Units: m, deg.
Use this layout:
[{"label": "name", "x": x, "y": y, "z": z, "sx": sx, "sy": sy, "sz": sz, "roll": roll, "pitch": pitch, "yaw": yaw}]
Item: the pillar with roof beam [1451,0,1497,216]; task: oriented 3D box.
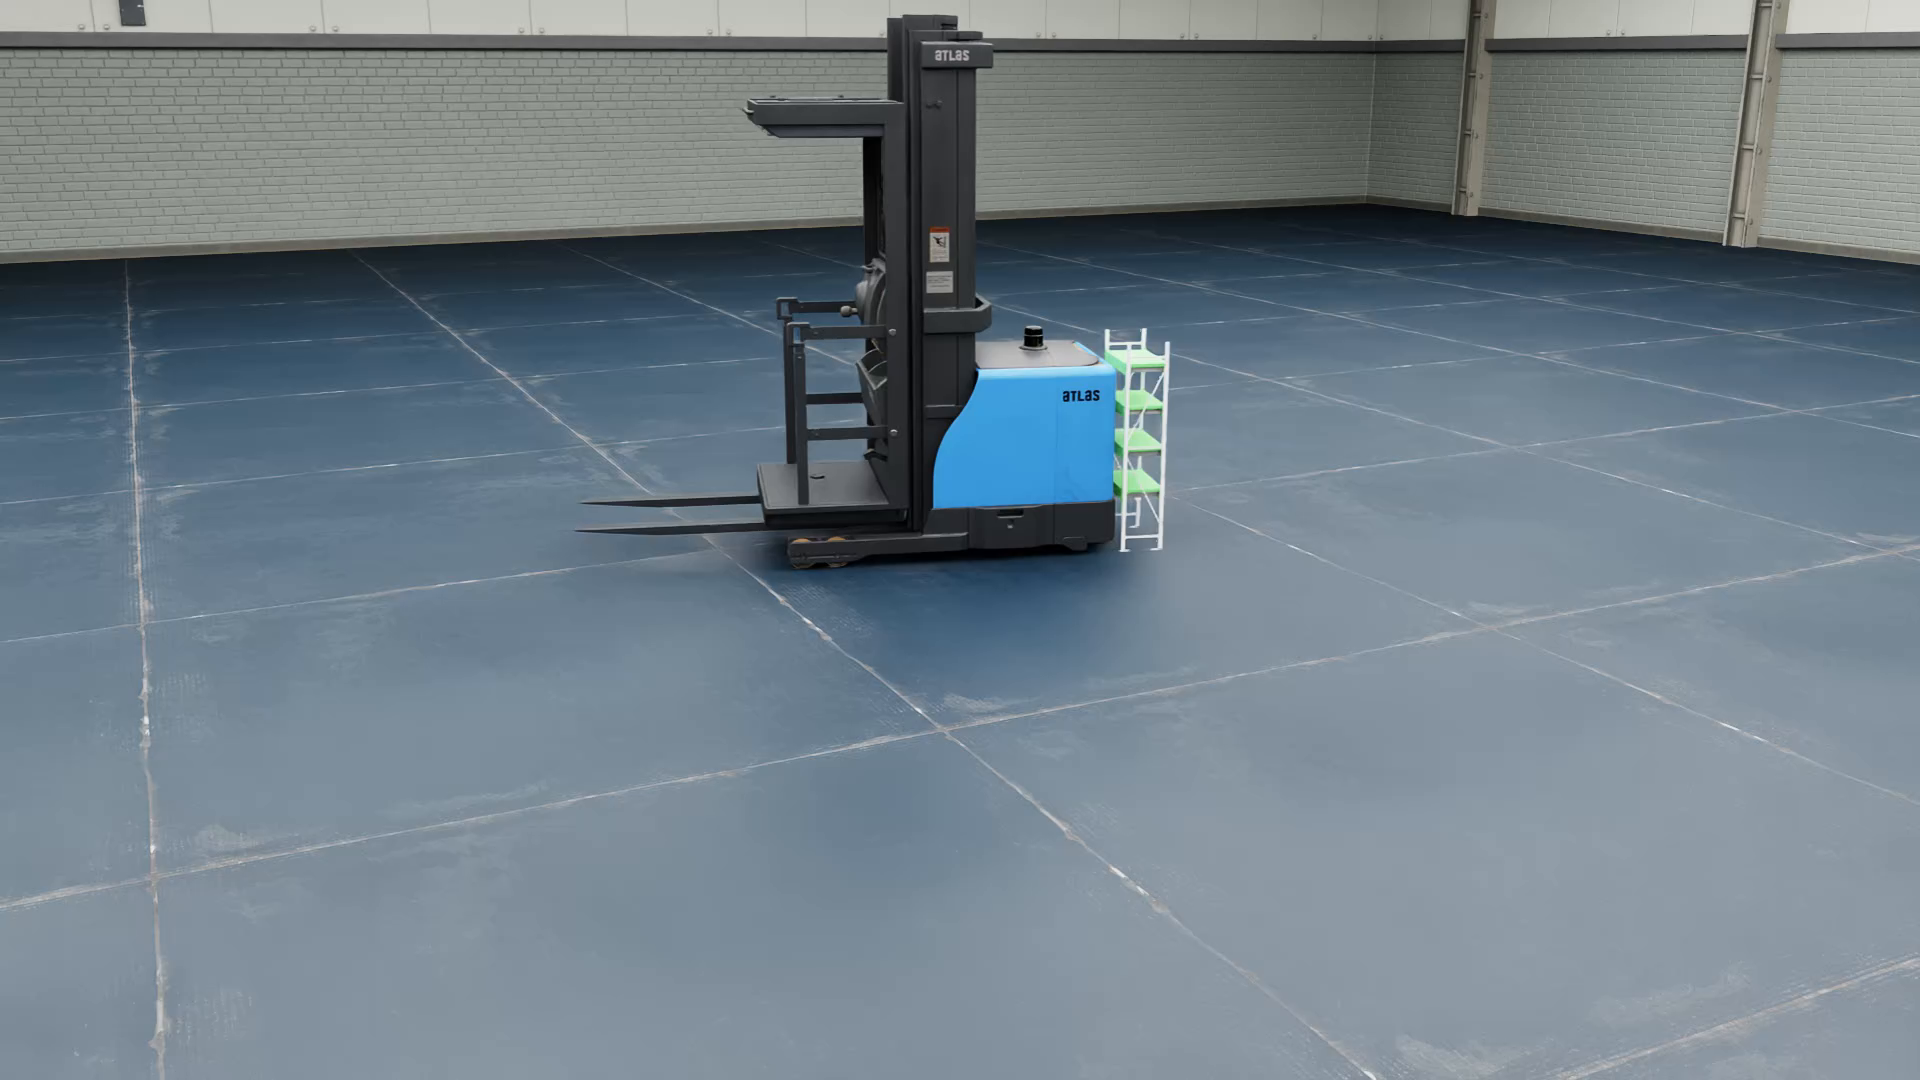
[{"label": "pillar with roof beam", "x": 5.422, "y": -9.788, "z": 27.545, "sx": 9.100, "sy": 9.000, "sz": 0.400, "roll": -8, "pitch": 18, "yaw": -25}]

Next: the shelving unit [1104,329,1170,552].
[{"label": "shelving unit", "x": 1.003, "y": -0.583, "z": 9.607, "sx": 0.258, "sy": 1.200, "sz": 0.503, "roll": -2, "pitch": 16, "yaw": -9}]

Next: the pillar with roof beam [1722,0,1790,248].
[{"label": "pillar with roof beam", "x": 8.051, "y": -8.300, "z": 22.361, "sx": 9.100, "sy": 9.000, "sz": 0.400, "roll": -8, "pitch": 18, "yaw": -25}]

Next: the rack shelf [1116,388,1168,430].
[{"label": "rack shelf", "x": 1.003, "y": -0.753, "z": 9.558, "sx": 0.258, "sy": 0.148, "sz": 0.480, "roll": -2, "pitch": 16, "yaw": -9}]

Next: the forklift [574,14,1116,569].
[{"label": "forklift", "x": -0.677, "y": -1.405, "z": 9.334, "sx": 3.031, "sy": 2.935, "sz": 1.130, "roll": -3, "pitch": 16, "yaw": -9}]

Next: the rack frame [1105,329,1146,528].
[{"label": "rack frame", "x": 0.963, "y": -0.650, "z": 9.838, "sx": 0.240, "sy": 1.200, "sz": 0.015, "roll": -2, "pitch": 16, "yaw": -9}]

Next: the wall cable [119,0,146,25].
[{"label": "wall cable", "x": -10.585, "y": -10.170, "z": 22.711, "sx": 2.305, "sy": 6.003, "sz": 0.169, "roll": -8, "pitch": 18, "yaw": -25}]

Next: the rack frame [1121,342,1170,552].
[{"label": "rack frame", "x": 1.042, "y": -0.517, "z": 9.375, "sx": 0.240, "sy": 1.200, "sz": 0.015, "roll": -2, "pitch": 16, "yaw": -9}]

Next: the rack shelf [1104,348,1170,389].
[{"label": "rack shelf", "x": 1.004, "y": -0.983, "z": 9.492, "sx": 0.258, "sy": 0.148, "sz": 0.480, "roll": -2, "pitch": 16, "yaw": -9}]

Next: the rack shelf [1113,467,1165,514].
[{"label": "rack shelf", "x": 1.002, "y": -0.291, "z": 9.690, "sx": 0.258, "sy": 0.148, "sz": 0.480, "roll": -2, "pitch": 16, "yaw": -9}]

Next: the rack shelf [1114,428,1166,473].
[{"label": "rack shelf", "x": 1.002, "y": -0.522, "z": 9.624, "sx": 0.258, "sy": 0.148, "sz": 0.480, "roll": -2, "pitch": 16, "yaw": -9}]
